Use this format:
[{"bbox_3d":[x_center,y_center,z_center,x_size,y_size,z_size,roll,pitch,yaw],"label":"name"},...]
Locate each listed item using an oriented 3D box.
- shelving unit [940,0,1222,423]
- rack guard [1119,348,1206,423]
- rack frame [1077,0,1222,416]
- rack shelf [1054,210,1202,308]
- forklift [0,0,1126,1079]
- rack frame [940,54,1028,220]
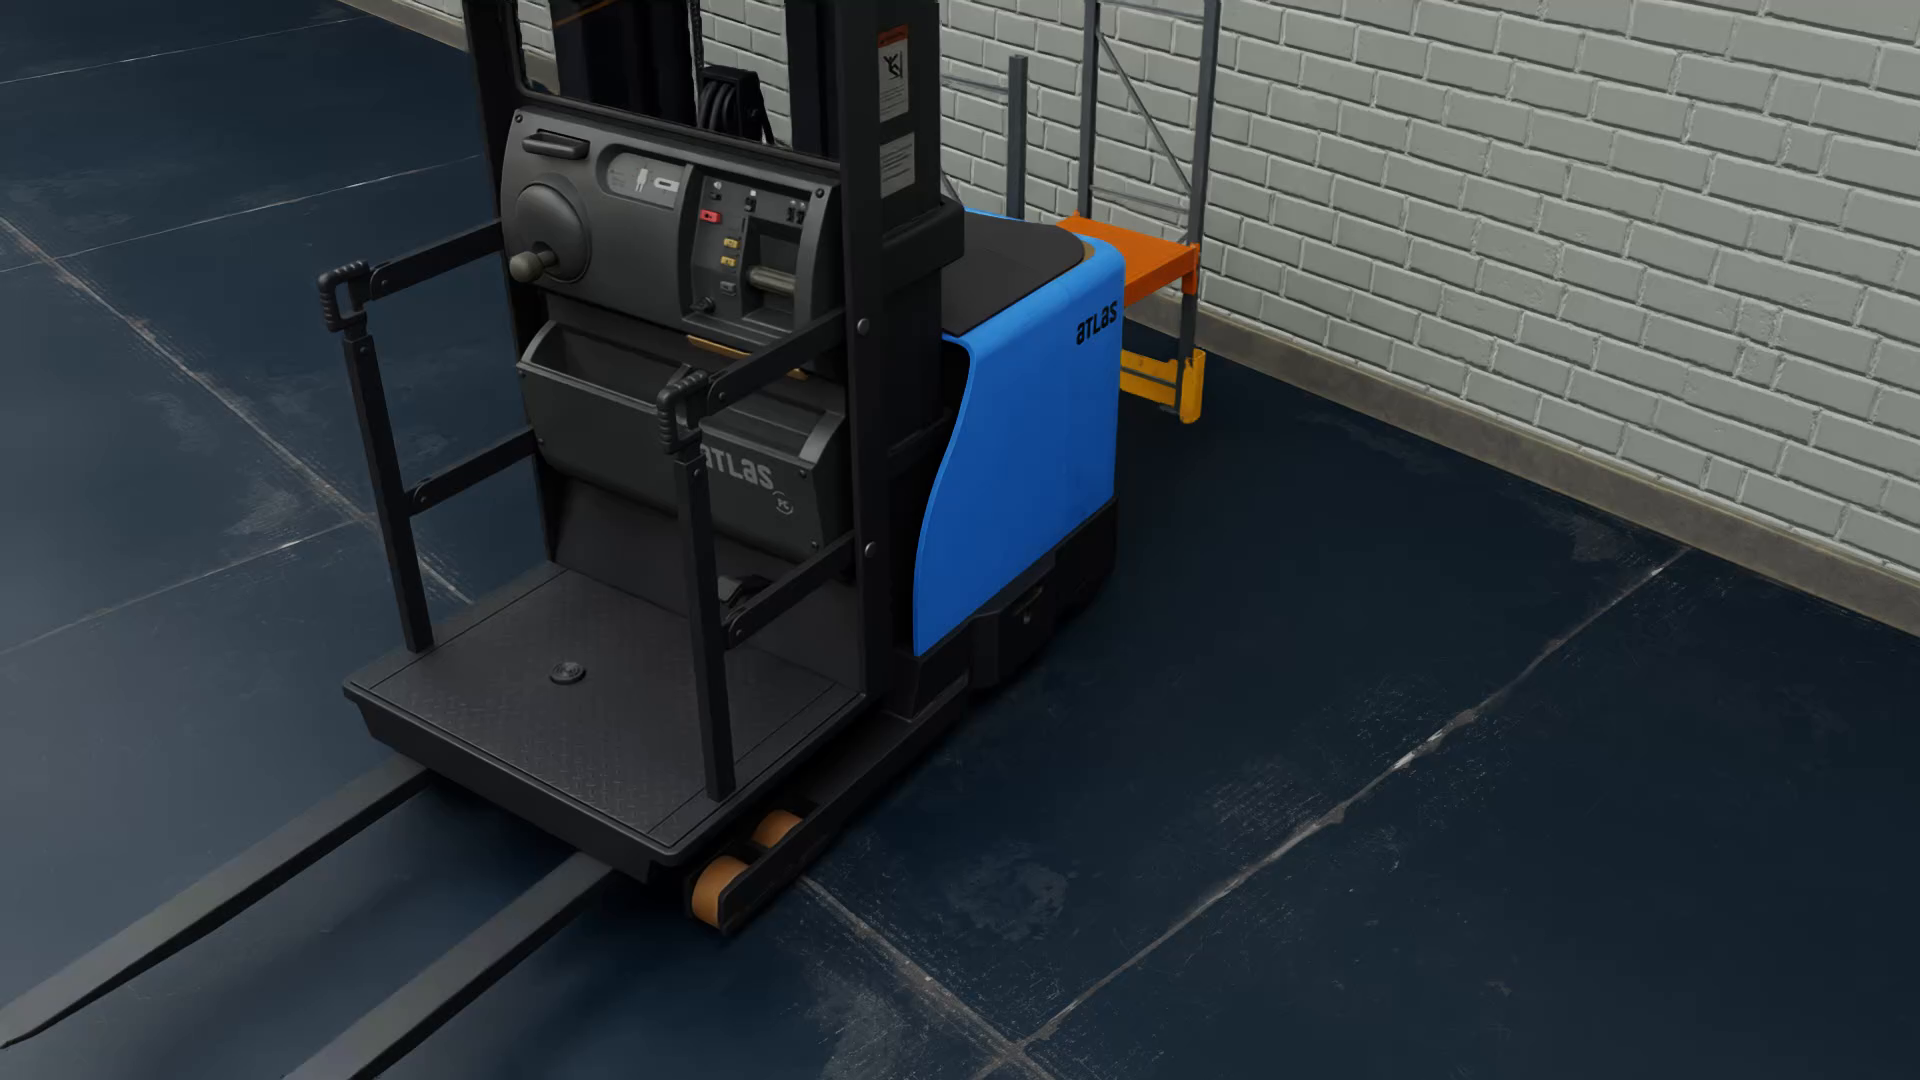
[{"bbox_3d":[0.305,-0.964,5.388,0.587,1.500,1.083,23,38,32],"label":"shelving unit"},{"bbox_3d":[0.617,-0.633,6.045,0.587,0.250,0.087,23,38,32],"label":"rack guard"},{"bbox_3d":[0.618,-1.167,5.720,0.500,1.500,0.032,23,38,32],"label":"rack frame"},{"bbox_3d":[0.300,-0.807,5.476,0.538,0.185,1.000,23,38,32],"label":"rack shelf"},{"bbox_3d":[-0.781,-0.646,3.497,1.130,2.935,3.031,20,37,29],"label":"forklift"},{"bbox_3d":[-0.019,-0.753,5.044,0.500,1.500,0.032,23,38,32],"label":"rack frame"}]
